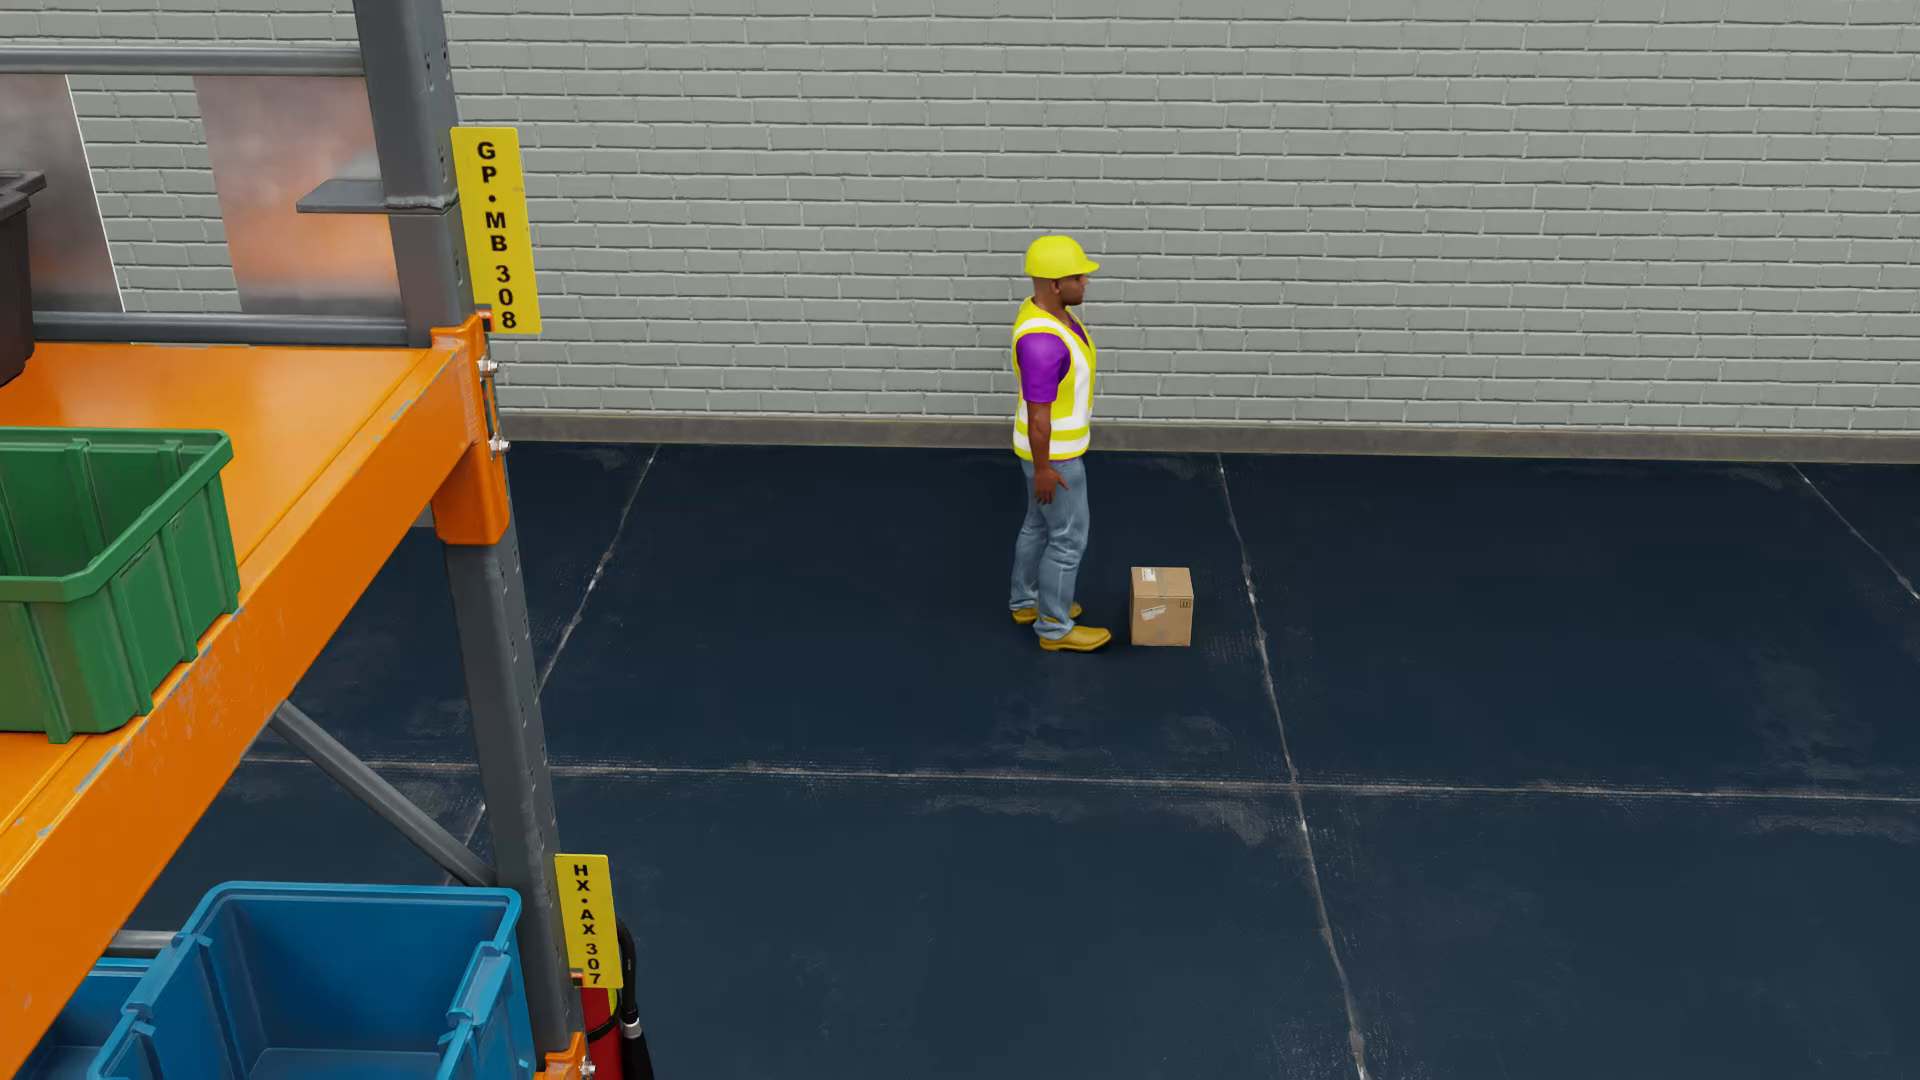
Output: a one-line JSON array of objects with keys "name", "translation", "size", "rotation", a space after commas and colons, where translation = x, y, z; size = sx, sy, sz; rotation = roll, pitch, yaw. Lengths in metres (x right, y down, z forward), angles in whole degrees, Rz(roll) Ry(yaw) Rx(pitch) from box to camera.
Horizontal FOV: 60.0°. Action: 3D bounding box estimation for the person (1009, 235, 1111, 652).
[{"name": "person", "translation": [0.430, -0.391, 6.845], "size": [0.448, 1.769, 0.566], "rotation": [2, 28, 3]}]
